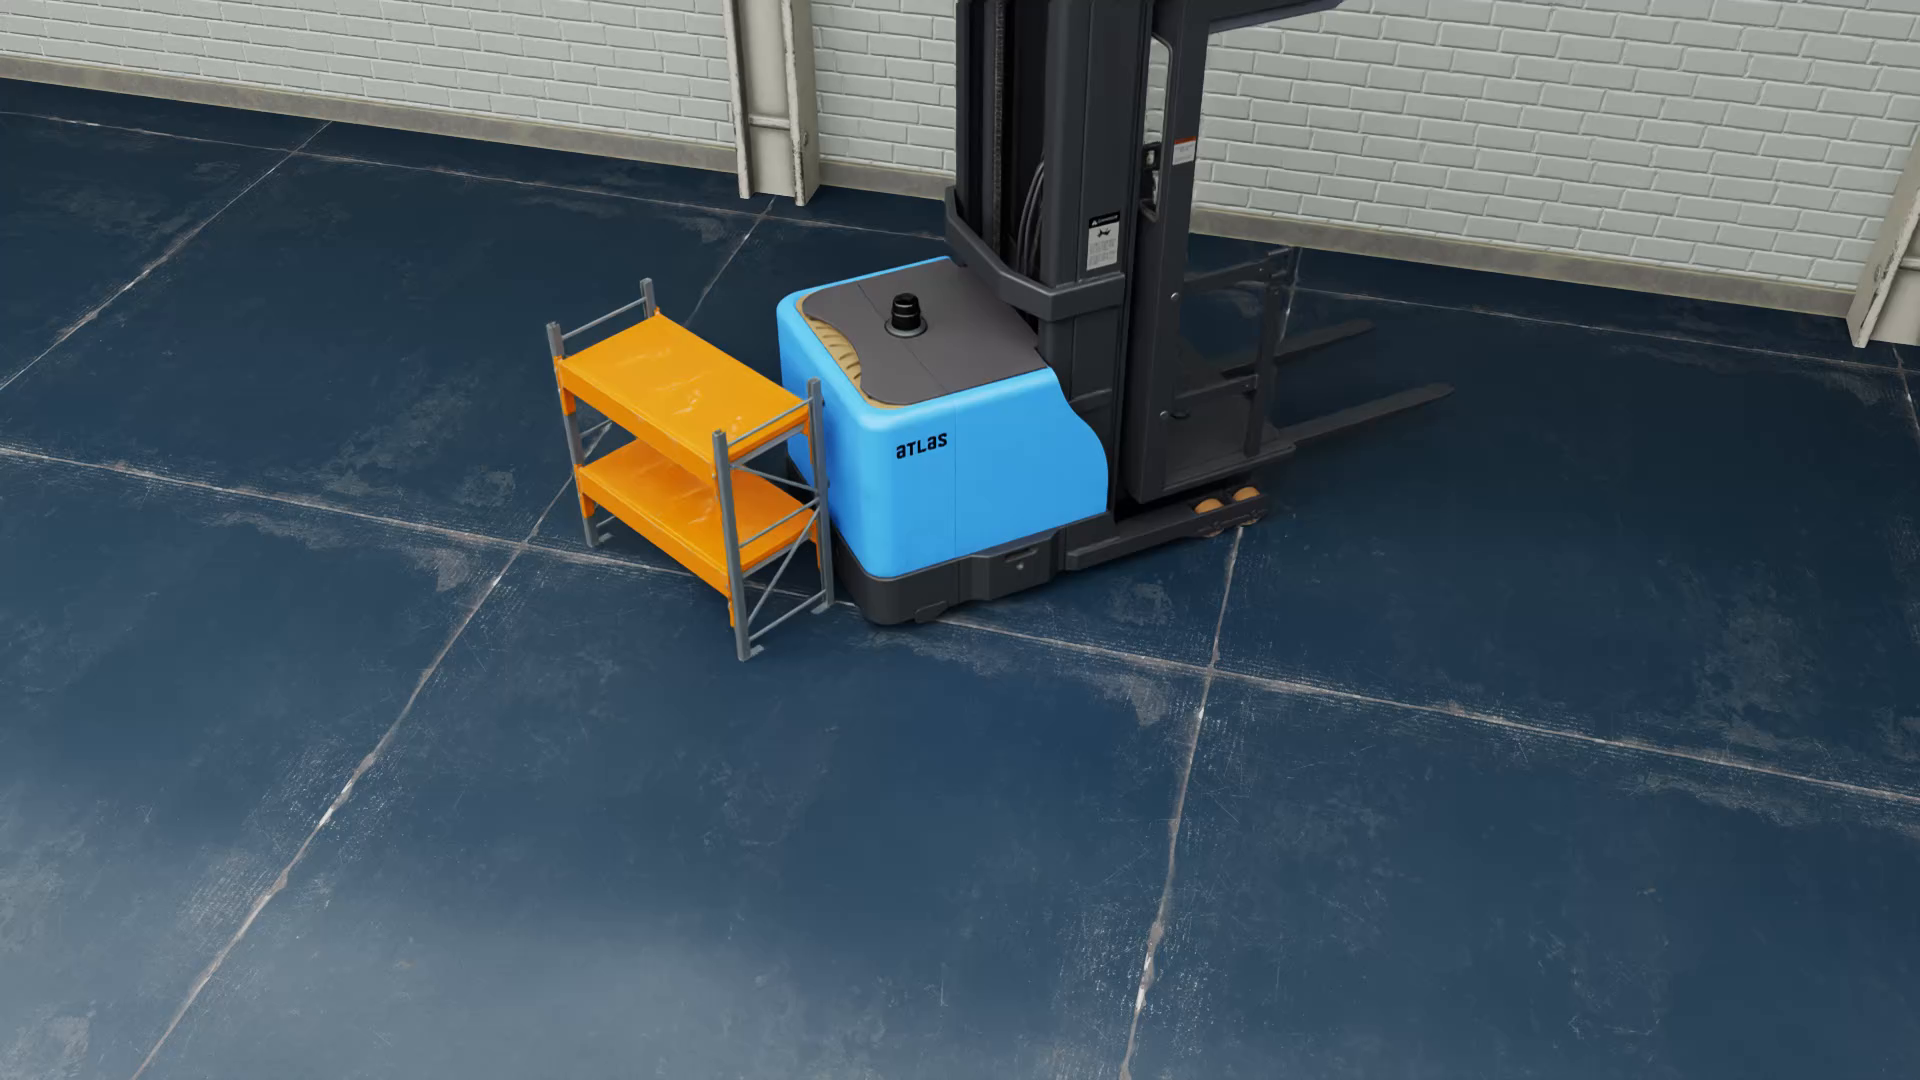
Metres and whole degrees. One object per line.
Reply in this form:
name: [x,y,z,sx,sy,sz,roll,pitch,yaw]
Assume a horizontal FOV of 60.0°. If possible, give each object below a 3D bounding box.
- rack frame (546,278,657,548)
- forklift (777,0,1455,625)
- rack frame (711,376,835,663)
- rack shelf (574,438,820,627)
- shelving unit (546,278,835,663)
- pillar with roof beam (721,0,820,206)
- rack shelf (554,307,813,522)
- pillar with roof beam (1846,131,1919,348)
rack frame: [-1.434,-0.517,6.991,0.032,1.125,0.500,32,50,32]
forklift: [0.796,-1.425,6.668,3.031,2.935,1.130,-17,43,-19]
rack frame: [-0.706,-0.061,6.448,0.032,1.125,0.500,32,50,32]
rack shelf: [-1.070,-0.102,6.877,1.000,0.278,0.538,32,50,32]
shelving unit: [-1.070,-0.289,6.720,1.048,1.125,0.538,32,50,32]
pillar with roof beam: [-2.154,-2.812,3.601,0.400,9.000,9.100,10,41,11]
rack shelf: [-1.070,-0.513,6.531,1.000,0.278,0.538,32,50,32]
pillar with roof beam: [3.642,-1.814,2.413,0.400,9.000,9.100,10,41,11]
